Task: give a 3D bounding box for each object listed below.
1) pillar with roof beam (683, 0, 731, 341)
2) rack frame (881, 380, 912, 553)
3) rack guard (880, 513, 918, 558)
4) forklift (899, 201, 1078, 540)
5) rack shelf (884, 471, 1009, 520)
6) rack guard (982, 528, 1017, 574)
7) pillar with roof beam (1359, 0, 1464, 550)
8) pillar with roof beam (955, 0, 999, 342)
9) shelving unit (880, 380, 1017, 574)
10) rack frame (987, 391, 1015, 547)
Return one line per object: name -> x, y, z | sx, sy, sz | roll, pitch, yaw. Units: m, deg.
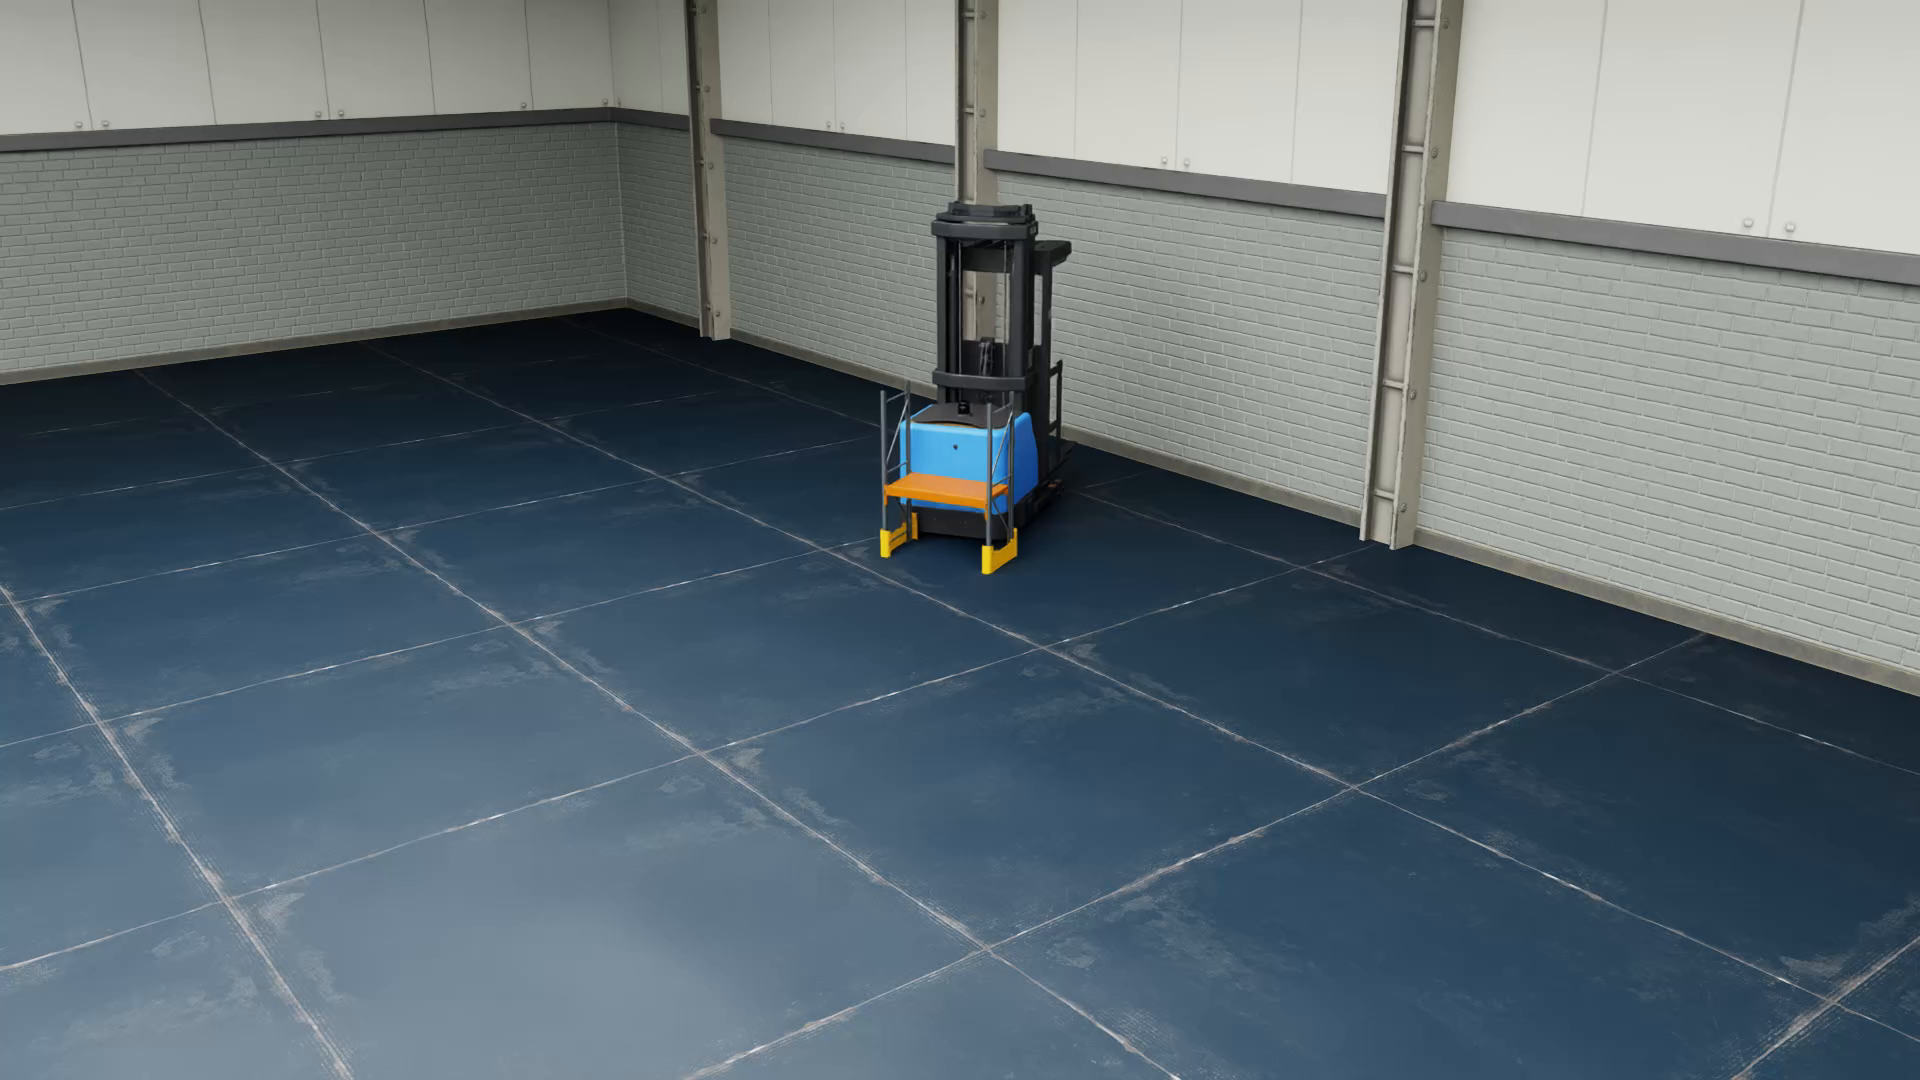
pillar with roof beam -> -6.917, -6.378, 20.195 | 9.100, 9.000, 0.400 | -14, 23, -36
rack frame -> -0.564, -0.641, 14.799 | 0.032, 1.500, 0.500 | 9, 20, 24
rack guard -> -0.547, -0.045, 14.988 | 0.087, 0.250, 0.587 | 9, 20, 24
forklift -> 0.417, -1.816, 16.073 | 1.130, 2.935, 3.031 | 7, 19, 19
rack shelf -> -0.107, -0.400, 14.646 | 1.000, 0.185, 0.538 | 9, 20, 24
rack guard -> 0.350, 0.092, 14.576 | 0.087, 0.250, 0.587 | 9, 20, 24
pillar with roof beam -> 0.533, -3.421, 11.265 | 9.100, 9.000, 0.400 | -14, 23, -36
pillar with roof beam -> -3.192, -4.899, 15.730 | 9.100, 9.000, 0.400 | -14, 23, -36
shelving unit -> -0.099, -0.570, 14.585 | 1.083, 1.500, 0.587 | 9, 20, 24
rack frame -> 0.351, -0.502, 14.379 | 0.032, 1.500, 0.500 | 9, 20, 24
